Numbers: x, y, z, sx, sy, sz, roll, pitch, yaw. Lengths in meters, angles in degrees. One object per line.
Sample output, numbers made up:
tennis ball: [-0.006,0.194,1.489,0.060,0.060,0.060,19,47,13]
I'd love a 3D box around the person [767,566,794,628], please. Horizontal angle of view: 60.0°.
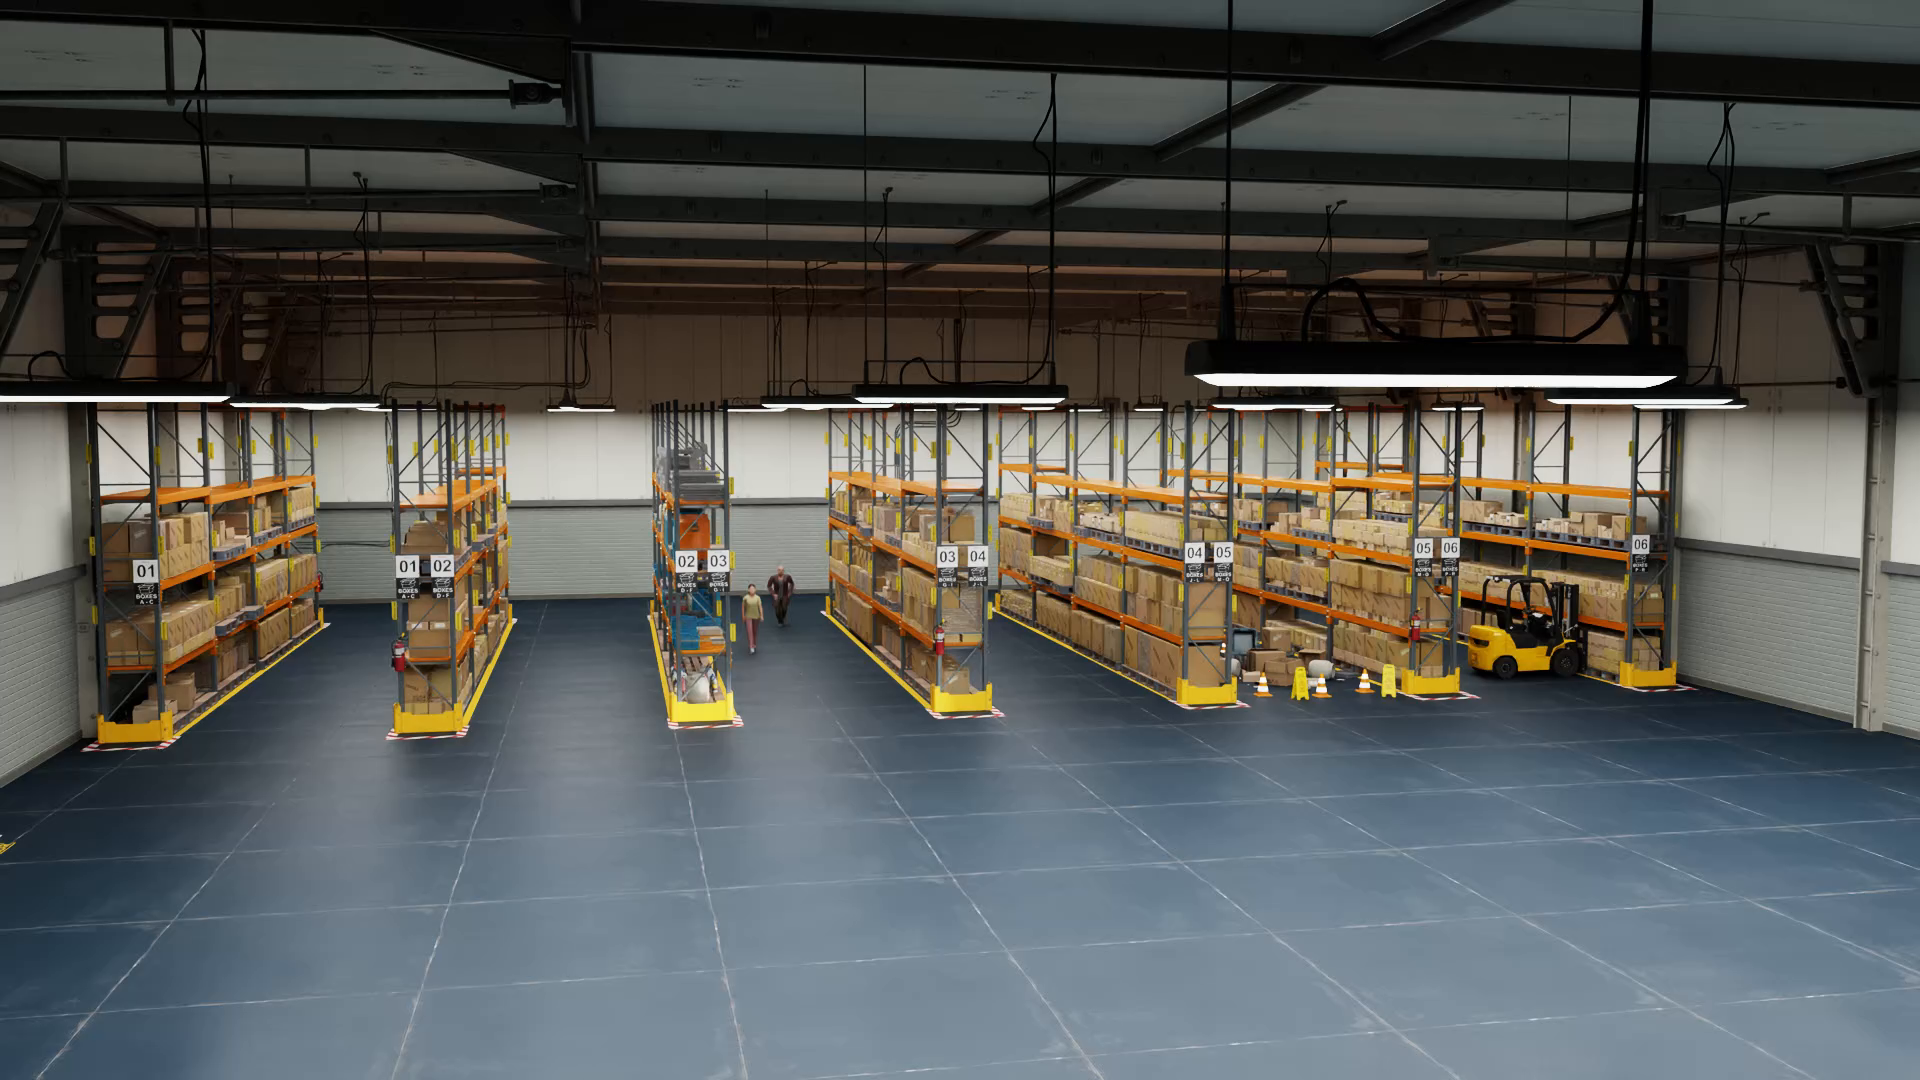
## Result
person: [-4.818,1.524,44.689,0.730,1.684,0.655,0,4,-4]

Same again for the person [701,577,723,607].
person: [-7.537,1.169,49.205,1.103,1.692,0.520,0,4,5]

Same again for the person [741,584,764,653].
person: [-5.010,1.875,40.146,0.497,1.610,1.045,-1,4,-14]
